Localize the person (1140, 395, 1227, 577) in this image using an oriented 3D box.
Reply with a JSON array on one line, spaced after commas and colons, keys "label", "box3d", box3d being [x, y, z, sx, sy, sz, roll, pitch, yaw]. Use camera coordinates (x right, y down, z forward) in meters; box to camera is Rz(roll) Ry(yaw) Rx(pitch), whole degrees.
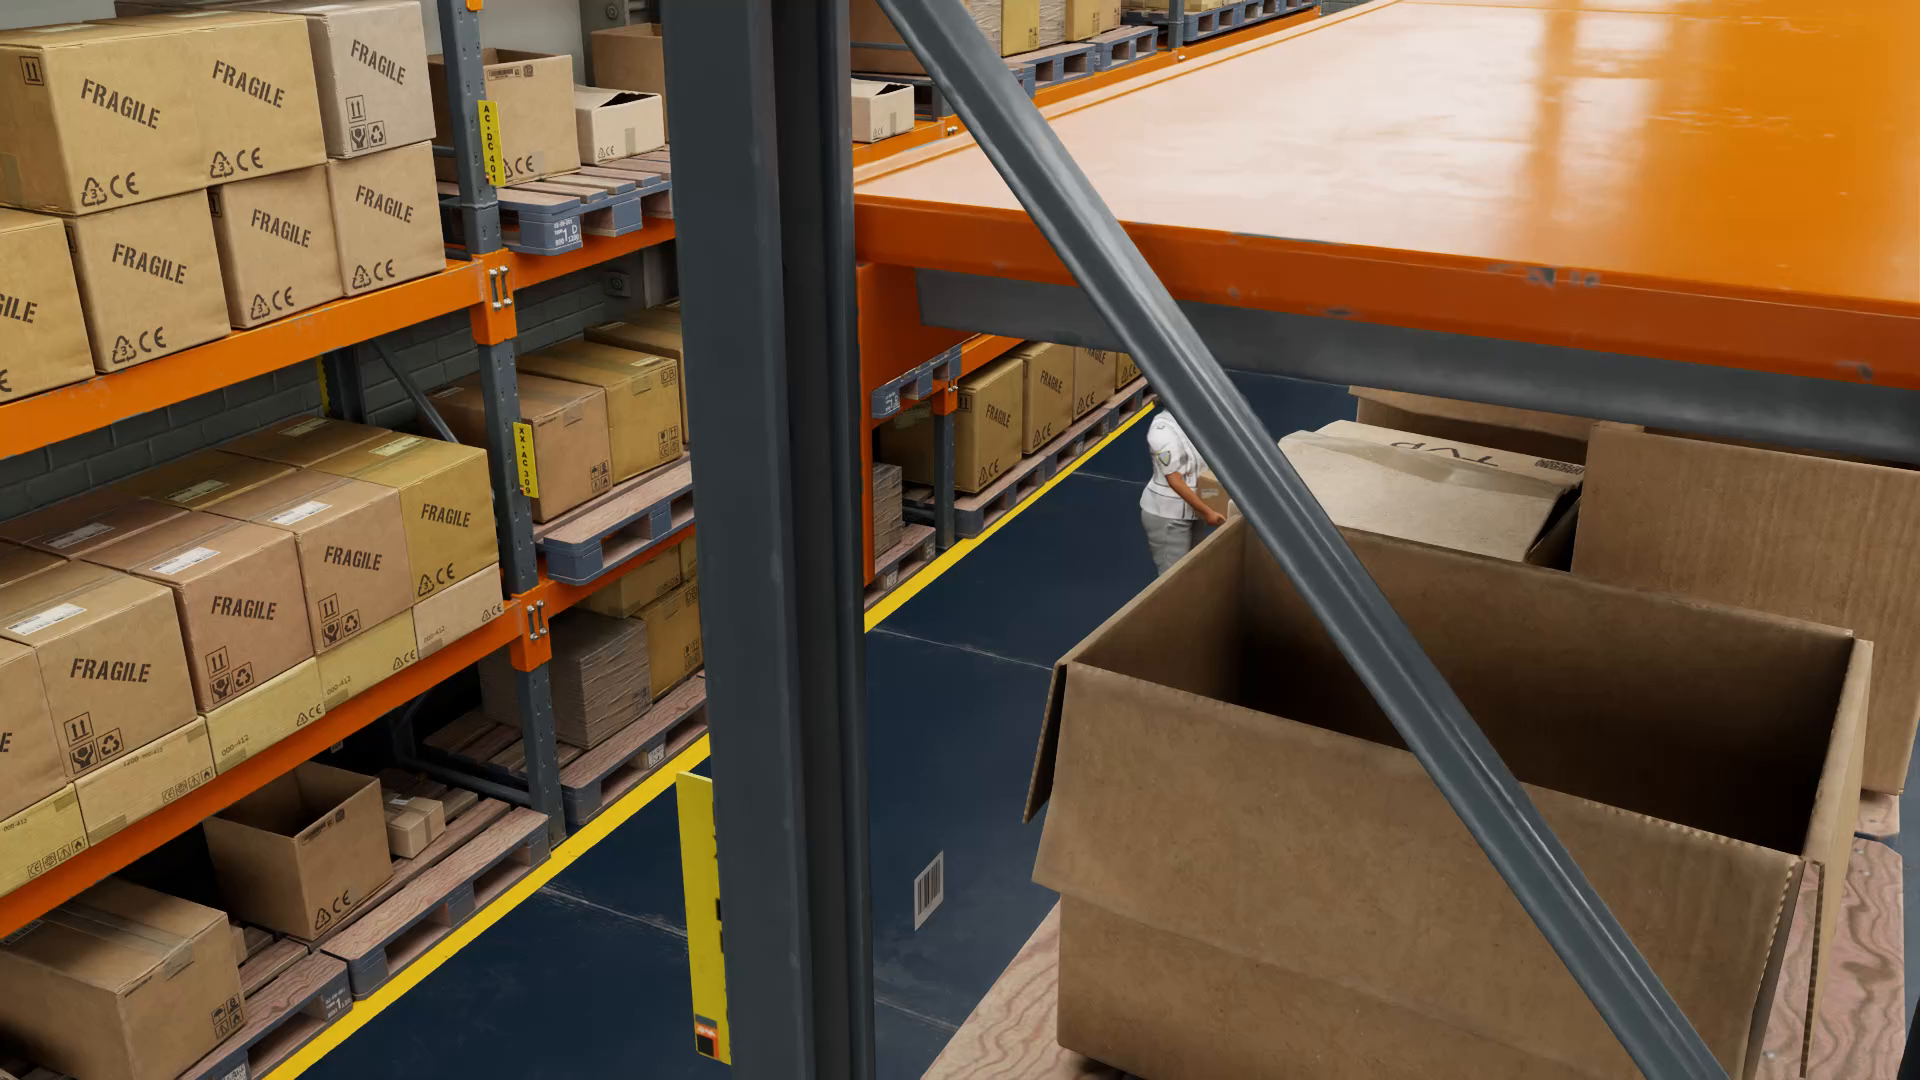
[{"label": "person", "box3d": [1.303, -0.136, 9.427, 0.541, 1.654, 0.453, 12, 26, 26]}]
